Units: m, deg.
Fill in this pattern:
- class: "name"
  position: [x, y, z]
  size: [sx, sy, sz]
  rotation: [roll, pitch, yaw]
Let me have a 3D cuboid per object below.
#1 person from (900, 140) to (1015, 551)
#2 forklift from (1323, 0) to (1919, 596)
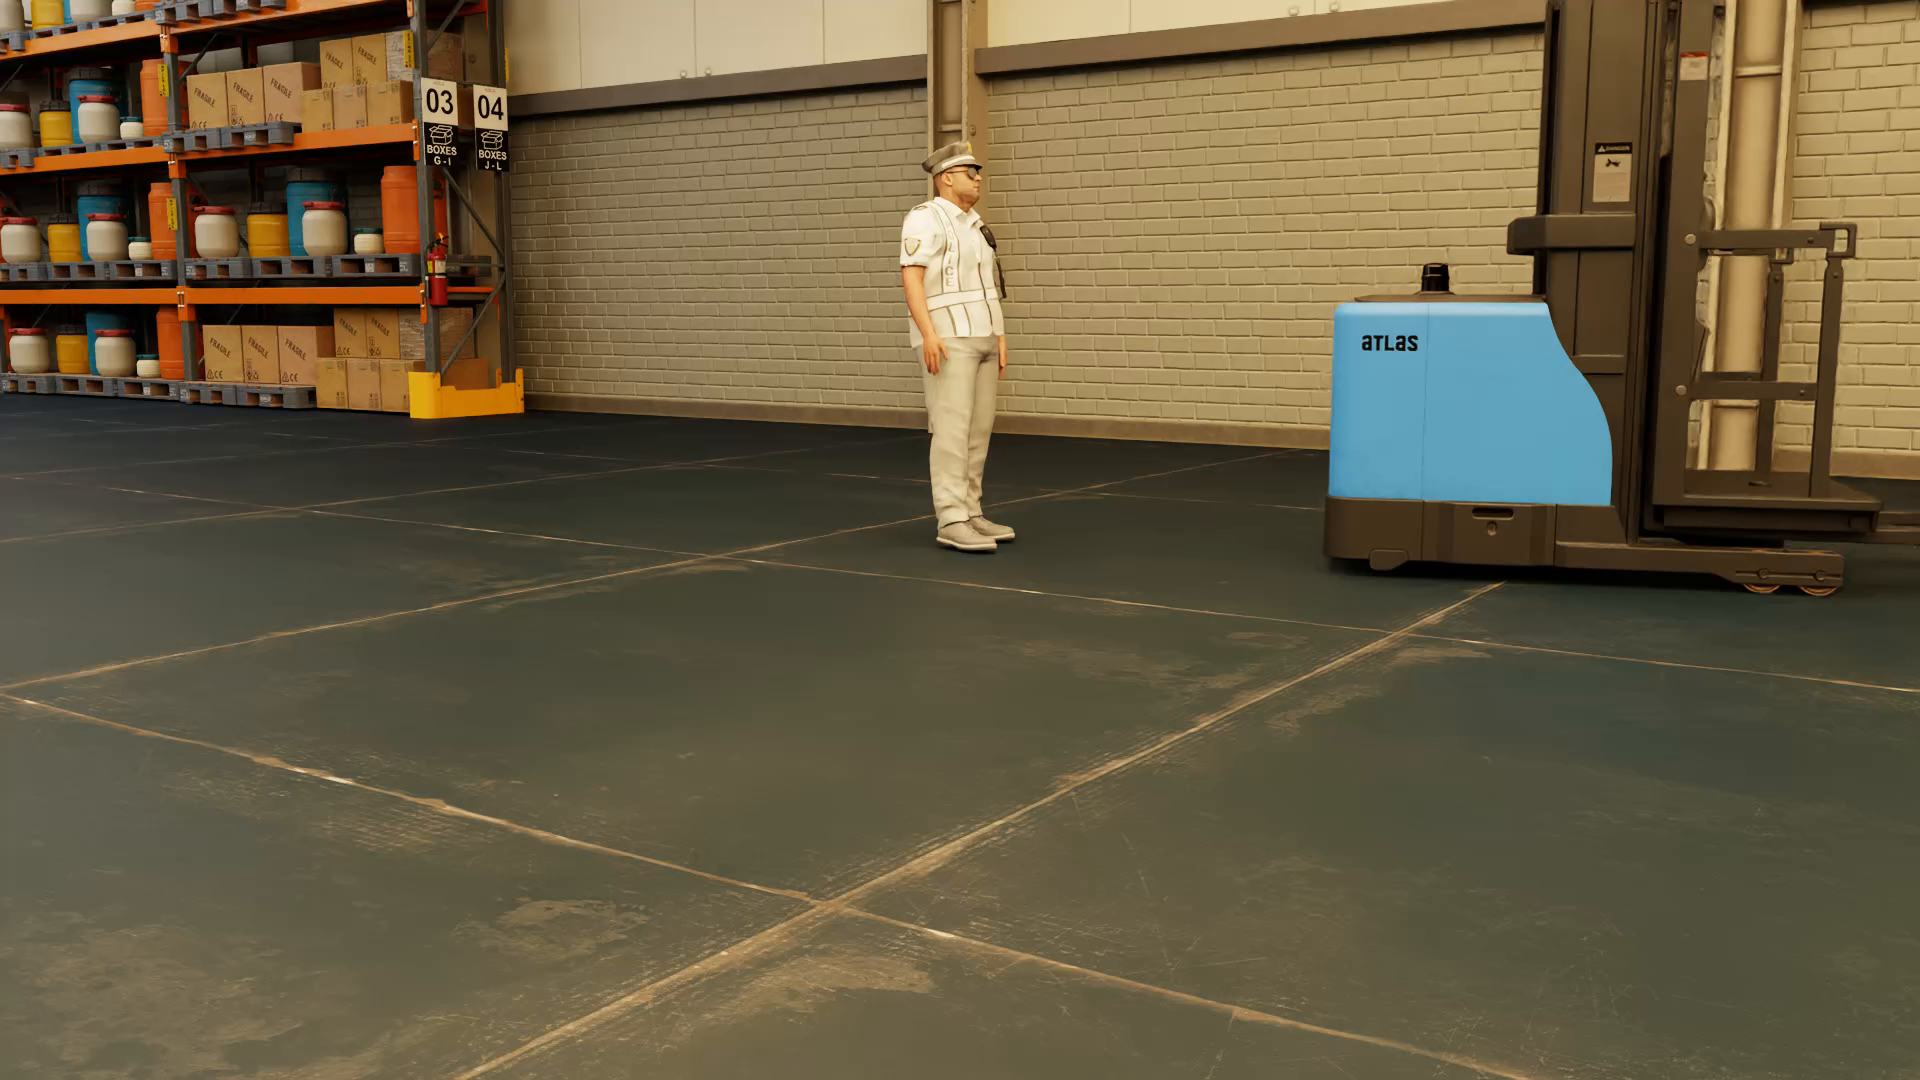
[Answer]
- class: "person"
  position: [0.059, -0.883, 7.425]
  size: [0.574, 1.781, 0.641]
  rotation: [5, 10, 34]
- class: "forklift"
  position: [3.036, -1.327, 6.522]
  size: [3.031, 2.935, 1.130]
  rotation: [2, 8, 15]
